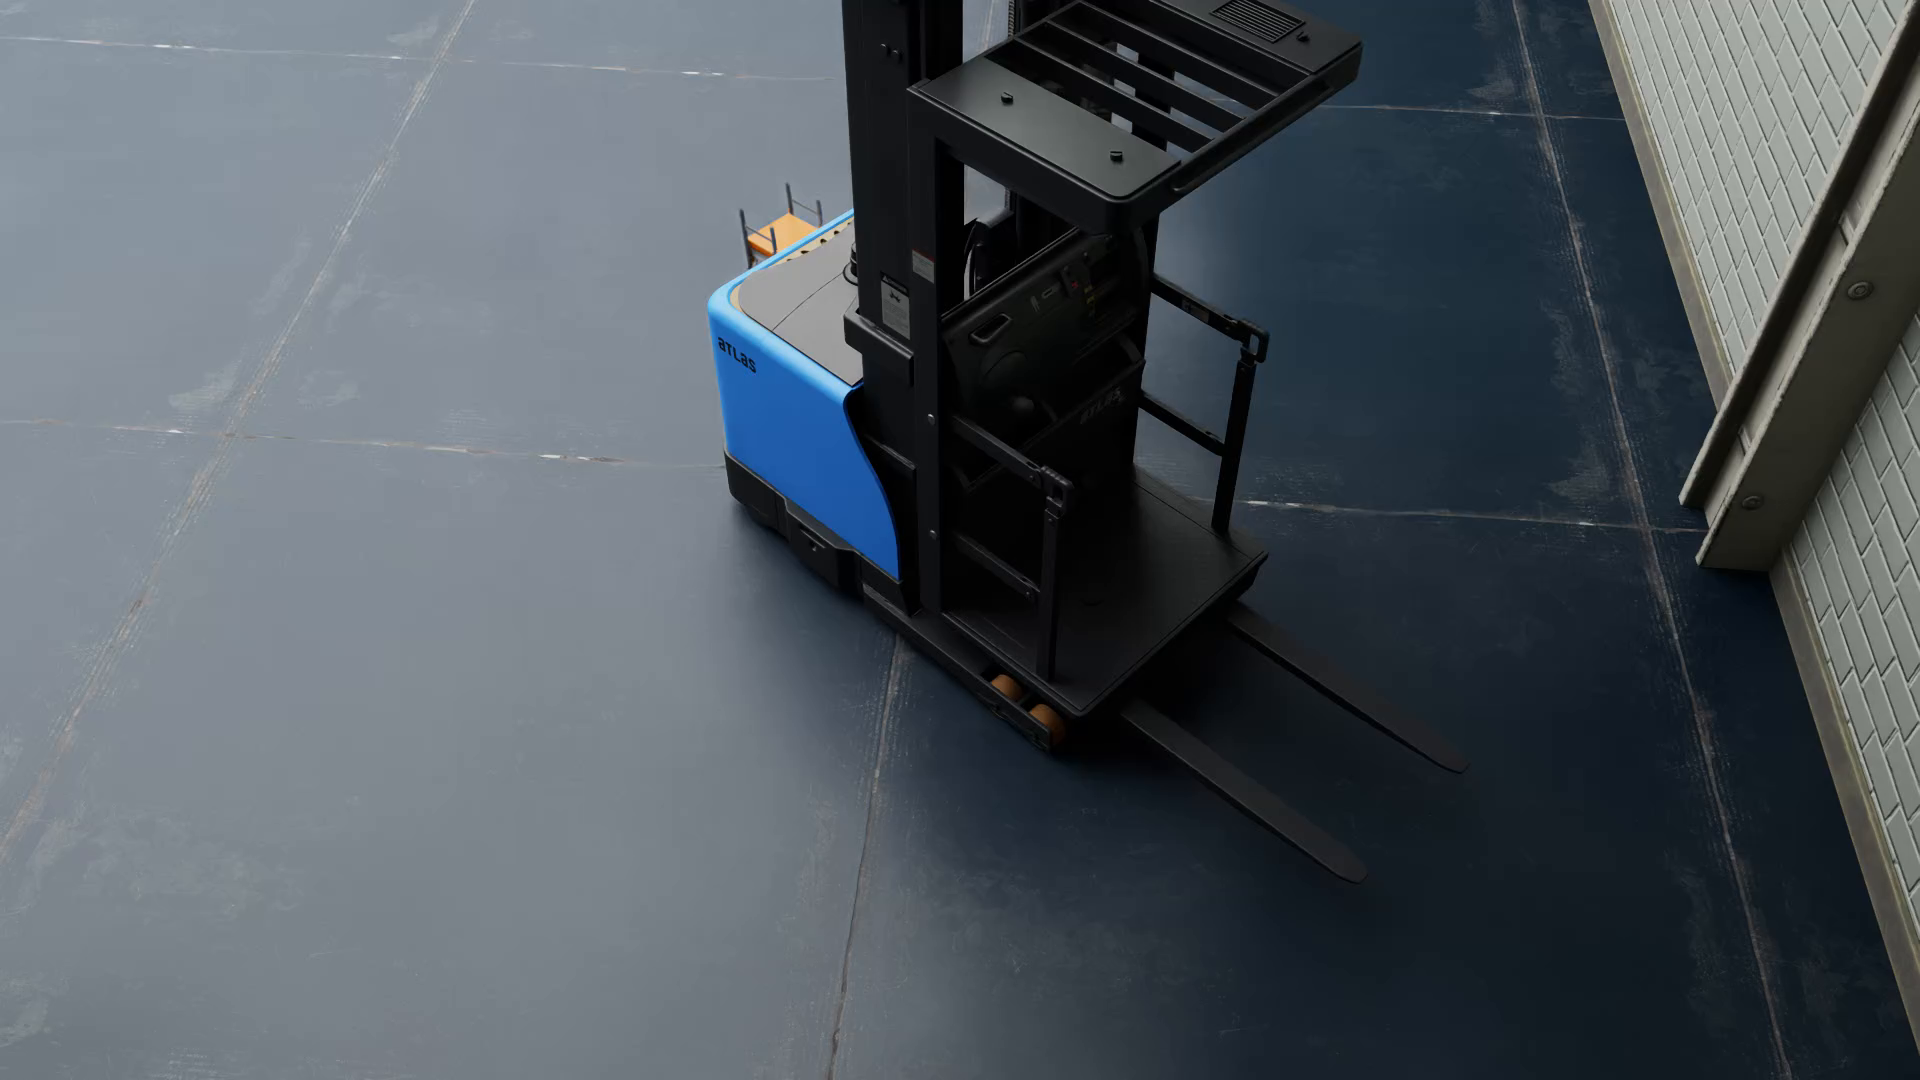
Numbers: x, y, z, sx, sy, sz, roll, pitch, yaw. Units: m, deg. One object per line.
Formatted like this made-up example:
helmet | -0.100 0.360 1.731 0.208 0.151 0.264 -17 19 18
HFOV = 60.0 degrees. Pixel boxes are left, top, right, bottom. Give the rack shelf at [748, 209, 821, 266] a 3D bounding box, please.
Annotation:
rack shelf | -0.698 -1.143 6.731 0.215 0.259 0.240 33 55 31

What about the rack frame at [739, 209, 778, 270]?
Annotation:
rack frame | -0.769 -0.884 6.863 0.200 1.050 0.008 33 55 31

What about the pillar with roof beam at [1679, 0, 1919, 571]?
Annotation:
pillar with roof beam | -1.151 -3.356 3.747 9.100 9.000 0.400 4 48 4

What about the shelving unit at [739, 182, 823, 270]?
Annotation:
shelving unit | -0.684 -0.949 6.922 0.215 1.050 0.252 33 55 31

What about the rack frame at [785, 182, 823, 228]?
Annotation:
rack frame | -0.599 -1.013 6.981 0.200 1.050 0.008 33 55 31

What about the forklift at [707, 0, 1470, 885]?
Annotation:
forklift | 0.452 -0.665 5.398 3.031 2.935 1.130 36 57 28
